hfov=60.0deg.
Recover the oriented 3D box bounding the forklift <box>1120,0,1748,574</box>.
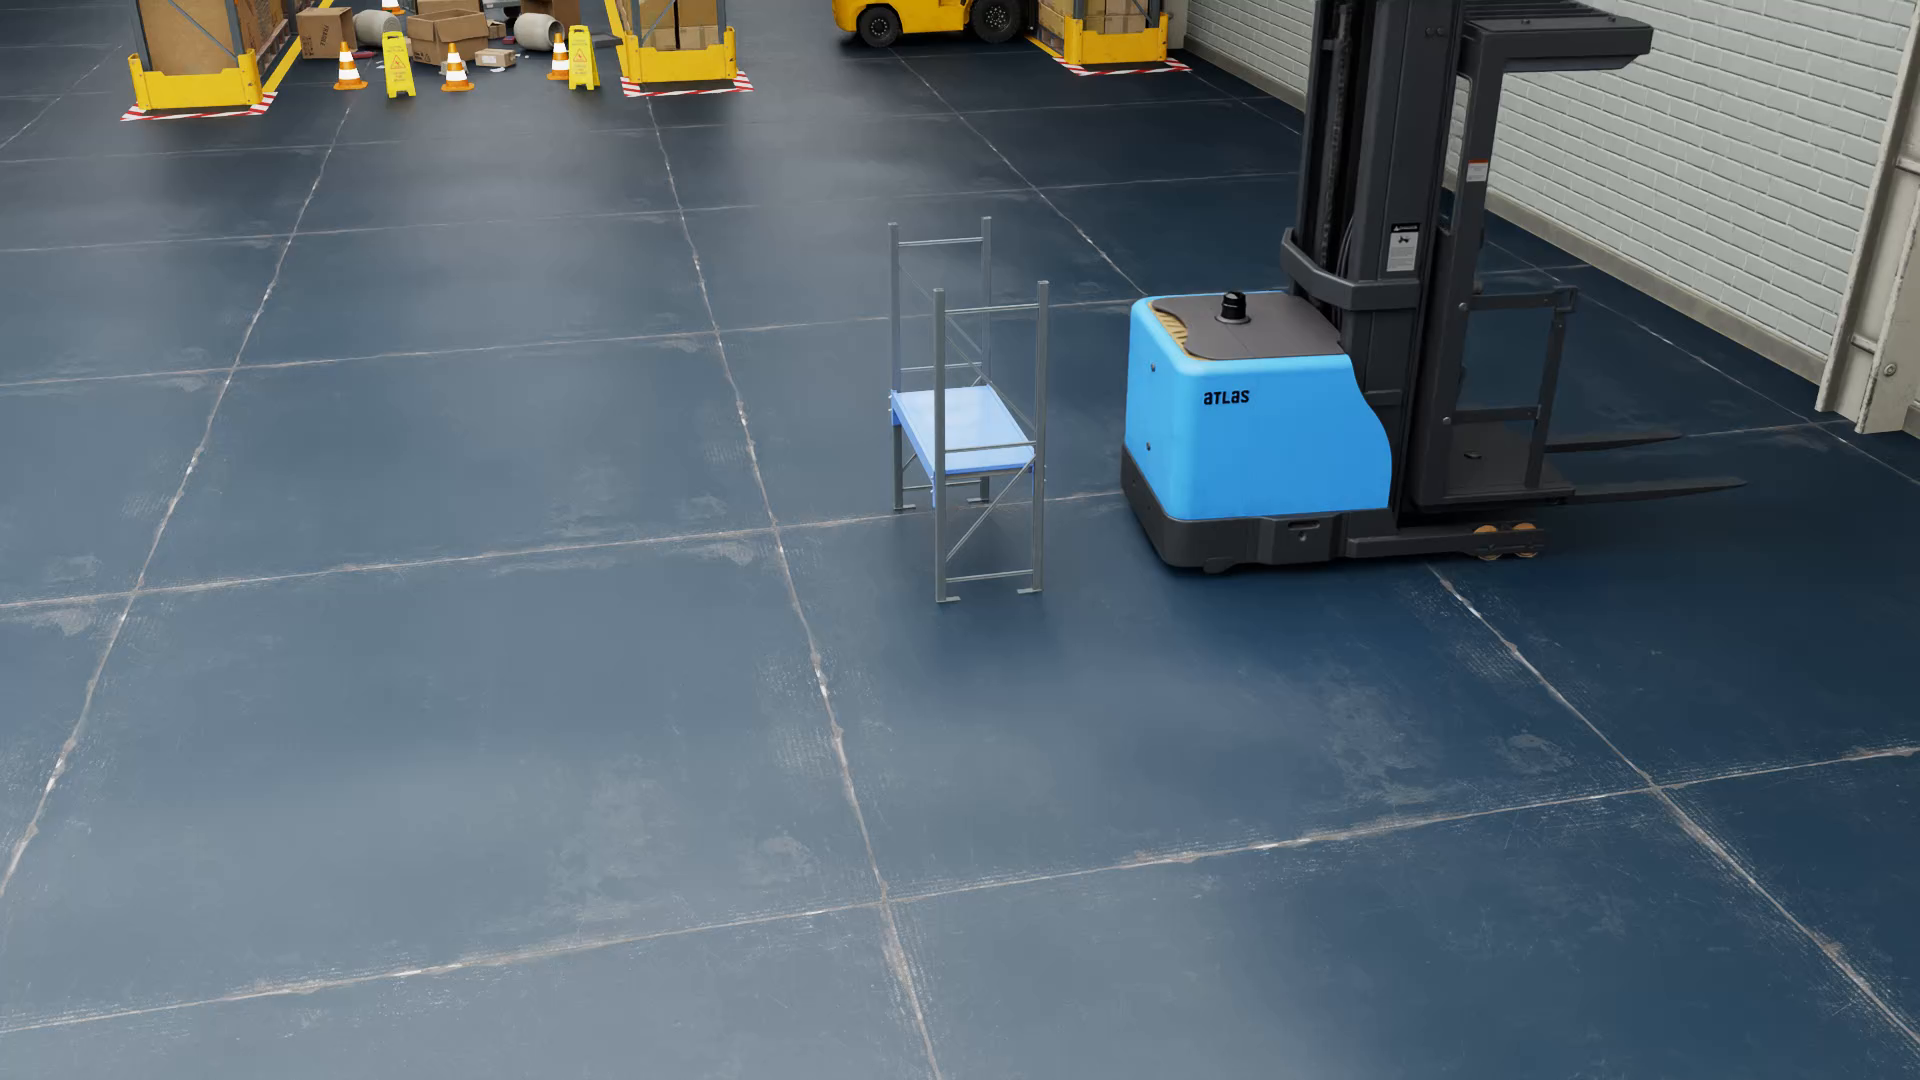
[{"bbox_3d":[2.396,-1.441,7.853,3.031,2.935,1.130,-4,27,-8],"label":"forklift"}]

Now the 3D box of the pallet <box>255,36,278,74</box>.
[{"bbox_3d":[-8.369,-5.494,18.901,1.003,0.211,1.213,-6,27,-12],"label":"pallet"}]

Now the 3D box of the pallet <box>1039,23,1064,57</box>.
[{"bbox_3d":[1.581,-6.001,19.905,1.003,0.211,1.213,-6,27,-12],"label":"pallet"}]

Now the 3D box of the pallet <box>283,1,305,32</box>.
[{"bbox_3d":[-8.990,-6.704,21.297,1.003,0.211,1.213,-6,27,-12],"label":"pallet"}]

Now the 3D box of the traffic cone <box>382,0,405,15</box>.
[{"bbox_3d":[-7.574,-7.227,22.055,0.336,0.463,0.334,-6,27,-12],"label":"traffic cone"}]

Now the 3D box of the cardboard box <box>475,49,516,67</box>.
[{"bbox_3d":[-5.305,-5.506,18.993,0.380,0.149,0.250,8,28,15],"label":"cardboard box"}]

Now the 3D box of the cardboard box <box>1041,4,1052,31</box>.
[{"bbox_3d":[1.277,-6.268,19.924,0.500,0.250,0.500,-6,27,-12],"label":"cardboard box"}]

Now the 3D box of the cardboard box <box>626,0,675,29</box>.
[{"bbox_3d":[-3.476,-6.028,18.618,0.500,0.500,0.500,-6,27,-11],"label":"cardboard box"}]

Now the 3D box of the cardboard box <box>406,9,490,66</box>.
[{"bbox_3d":[-5.904,-5.808,19.199,0.637,0.503,0.797,19,32,32],"label":"cardboard box"}]

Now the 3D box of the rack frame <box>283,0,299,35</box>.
[{"bbox_3d":[-8.743,-7.617,20.013,1.000,3.000,0.127,-6,27,-12],"label":"rack frame"}]

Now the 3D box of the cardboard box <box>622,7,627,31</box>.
[{"bbox_3d":[-3.718,-6.153,19.698,0.500,0.250,0.500,-7,28,-13],"label":"cardboard box"}]

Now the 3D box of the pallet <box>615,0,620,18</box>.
[{"bbox_3d":[-4.120,-7.261,22.402,1.003,0.211,1.213,-6,27,-12],"label":"pallet"}]

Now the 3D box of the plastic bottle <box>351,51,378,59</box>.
[{"bbox_3d":[-6.950,-5.660,19.395,0.283,0.061,0.133,-16,31,-29],"label":"plastic bottle"}]

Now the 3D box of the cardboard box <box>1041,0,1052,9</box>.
[{"bbox_3d":[1.277,-6.501,19.831,0.500,0.250,0.500,-6,27,-12],"label":"cardboard box"}]

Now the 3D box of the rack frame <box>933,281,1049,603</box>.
[{"bbox_3d":[0.134,-0.409,7.396,0.500,1.500,0.032,-6,27,-12],"label":"rack frame"}]

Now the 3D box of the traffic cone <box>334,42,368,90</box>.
[{"bbox_3d":[-6.577,-5.106,17.853,0.336,0.463,0.334,-6,27,-12],"label":"traffic cone"}]

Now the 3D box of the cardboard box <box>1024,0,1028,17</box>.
[{"bbox_3d":[1.034,-6.714,20.808,0.500,0.250,0.500,-5,27,-10],"label":"cardboard box"}]

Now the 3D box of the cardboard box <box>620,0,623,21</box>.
[{"bbox_3d":[-3.942,-6.605,20.592,0.500,0.250,0.500,-4,27,-9],"label":"cardboard box"}]

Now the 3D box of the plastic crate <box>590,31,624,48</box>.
[{"bbox_3d":[-4.388,-6.089,20.224,0.402,0.080,0.583,-16,31,-29],"label":"plastic crate"}]

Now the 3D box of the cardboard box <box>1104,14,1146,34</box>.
[{"bbox_3d":[1.874,-6.110,19.611,0.500,0.250,0.500,-6,27,-11],"label":"cardboard box"}]

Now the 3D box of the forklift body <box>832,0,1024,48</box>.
[{"bbox_3d":[-0.411,-7.182,20.093,2.313,2.155,1.214,-6,27,-12],"label":"forklift body"}]

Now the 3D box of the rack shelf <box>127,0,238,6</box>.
[{"bbox_3d":[-8.292,-6.418,18.436,1.077,0.370,4.000,-6,27,-12],"label":"rack shelf"}]

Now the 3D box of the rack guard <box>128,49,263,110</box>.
[{"bbox_3d":[-7.836,-4.735,17.076,1.175,0.500,0.348,-6,27,-12],"label":"rack guard"}]

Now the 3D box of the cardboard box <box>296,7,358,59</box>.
[{"bbox_3d":[-7.393,-5.925,19.432,0.500,0.500,0.500,-1,27,-3],"label":"cardboard box"}]

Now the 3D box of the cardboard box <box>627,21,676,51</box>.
[{"bbox_3d":[-3.491,-5.707,18.813,0.500,0.250,0.500,-6,27,-12],"label":"cardboard box"}]

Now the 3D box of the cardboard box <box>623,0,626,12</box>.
[{"bbox_3d":[-3.704,-6.479,19.512,0.500,0.500,0.500,-7,28,-13],"label":"cardboard box"}]

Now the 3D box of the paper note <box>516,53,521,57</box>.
[{"bbox_3d":[-5.239,-5.679,19.480,0.148,0.019,0.142,3,27,6],"label":"paper note"}]

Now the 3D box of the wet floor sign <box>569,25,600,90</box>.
[{"bbox_3d":[-4.041,-5.165,17.768,0.267,0.644,0.232,3,27,6],"label":"wet floor sign"}]

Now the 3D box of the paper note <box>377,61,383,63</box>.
[{"bbox_3d":[-6.678,-5.500,19.135,0.032,0.001,0.123,8,28,15],"label":"paper note"}]

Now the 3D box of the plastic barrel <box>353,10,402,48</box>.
[{"bbox_3d":[-6.993,-6.125,19.915,0.512,0.421,0.421,13,30,24],"label":"plastic barrel"}]

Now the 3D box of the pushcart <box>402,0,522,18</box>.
[{"bbox_3d":[-6.153,-6.740,21.185,1.648,0.377,0.936,-16,31,-29],"label":"pushcart"}]

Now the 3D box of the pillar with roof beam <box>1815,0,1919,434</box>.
[{"bbox_3d":[1.025,-4.284,6.751,9.100,9.000,0.400,-6,27,-12],"label":"pillar with roof beam"}]

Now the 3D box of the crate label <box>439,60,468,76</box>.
[{"bbox_3d":[-5.638,-5.265,18.530,0.250,0.136,0.298,-23,35,-38],"label":"crate label"}]

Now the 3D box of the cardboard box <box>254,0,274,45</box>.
[{"bbox_3d":[-8.462,-6.178,19.053,0.875,0.875,0.875,-6,27,-11],"label":"cardboard box"}]

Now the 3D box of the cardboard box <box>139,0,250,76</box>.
[{"bbox_3d":[-8.058,-5.391,17.495,0.875,0.875,0.875,-6,27,-11],"label":"cardboard box"}]

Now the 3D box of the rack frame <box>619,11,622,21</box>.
[{"bbox_3d":[-3.943,-8.165,21.097,1.000,3.000,0.127,-6,27,-12],"label":"rack frame"}]

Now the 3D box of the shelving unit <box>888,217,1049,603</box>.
[{"bbox_3d":[0.019,-0.632,7.838,0.538,1.500,1.048,-6,27,-12],"label":"shelving unit"}]

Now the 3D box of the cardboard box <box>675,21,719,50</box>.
[{"bbox_3d":[-2.954,-5.751,18.900,0.500,0.250,0.500,-6,27,-12],"label":"cardboard box"}]

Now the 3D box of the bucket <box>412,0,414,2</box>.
[{"bbox_3d":[-6.466,-7.009,20.754,0.726,0.611,0.620,3,17,6],"label":"bucket"}]

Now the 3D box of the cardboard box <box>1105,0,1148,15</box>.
[{"bbox_3d":[1.890,-6.325,19.483,0.500,0.250,0.500,-5,27,-11],"label":"cardboard box"}]

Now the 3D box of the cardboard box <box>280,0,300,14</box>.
[{"bbox_3d":[-8.970,-7.064,20.947,1.050,0.750,0.750,-6,27,-12],"label":"cardboard box"}]
